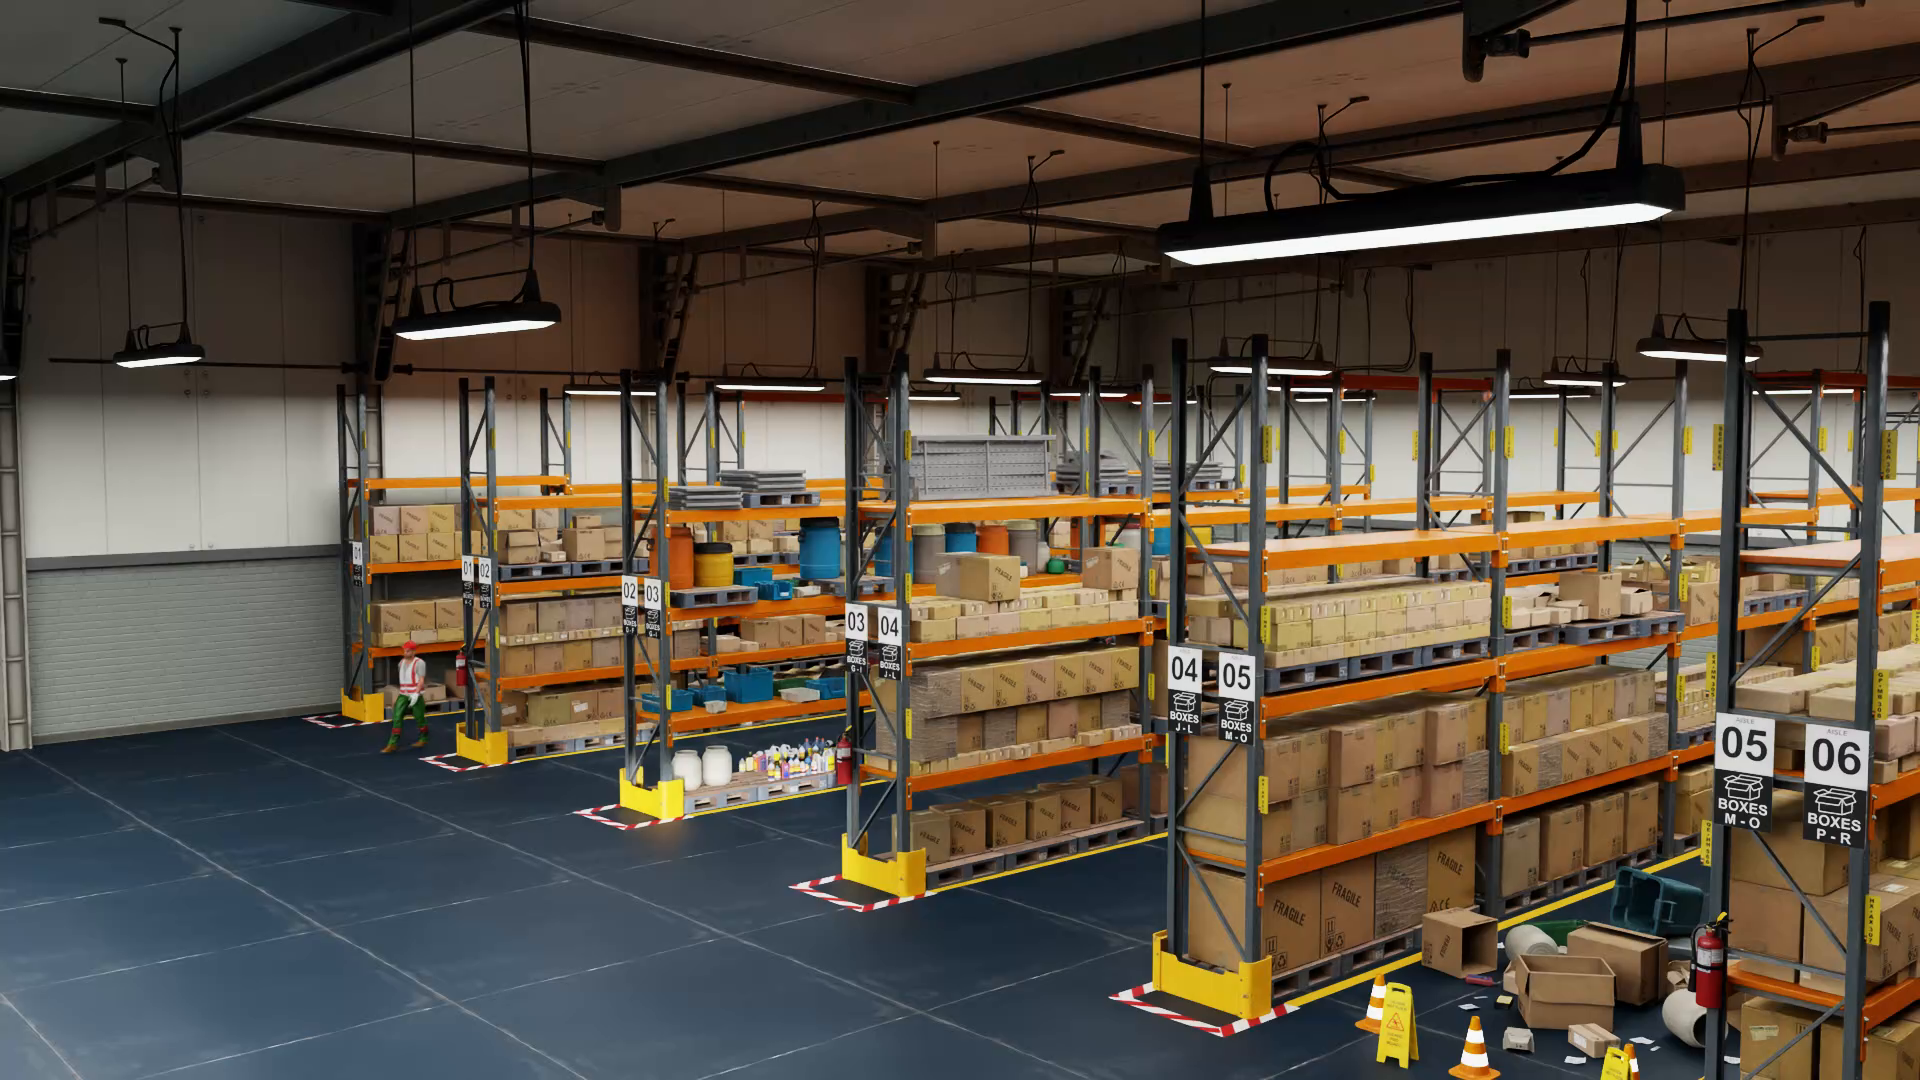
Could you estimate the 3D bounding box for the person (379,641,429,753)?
[{"bbox_3d":[-8.904,2.506,26.788,0.574,1.755,0.893,1,4,17],"label":"person"}]
